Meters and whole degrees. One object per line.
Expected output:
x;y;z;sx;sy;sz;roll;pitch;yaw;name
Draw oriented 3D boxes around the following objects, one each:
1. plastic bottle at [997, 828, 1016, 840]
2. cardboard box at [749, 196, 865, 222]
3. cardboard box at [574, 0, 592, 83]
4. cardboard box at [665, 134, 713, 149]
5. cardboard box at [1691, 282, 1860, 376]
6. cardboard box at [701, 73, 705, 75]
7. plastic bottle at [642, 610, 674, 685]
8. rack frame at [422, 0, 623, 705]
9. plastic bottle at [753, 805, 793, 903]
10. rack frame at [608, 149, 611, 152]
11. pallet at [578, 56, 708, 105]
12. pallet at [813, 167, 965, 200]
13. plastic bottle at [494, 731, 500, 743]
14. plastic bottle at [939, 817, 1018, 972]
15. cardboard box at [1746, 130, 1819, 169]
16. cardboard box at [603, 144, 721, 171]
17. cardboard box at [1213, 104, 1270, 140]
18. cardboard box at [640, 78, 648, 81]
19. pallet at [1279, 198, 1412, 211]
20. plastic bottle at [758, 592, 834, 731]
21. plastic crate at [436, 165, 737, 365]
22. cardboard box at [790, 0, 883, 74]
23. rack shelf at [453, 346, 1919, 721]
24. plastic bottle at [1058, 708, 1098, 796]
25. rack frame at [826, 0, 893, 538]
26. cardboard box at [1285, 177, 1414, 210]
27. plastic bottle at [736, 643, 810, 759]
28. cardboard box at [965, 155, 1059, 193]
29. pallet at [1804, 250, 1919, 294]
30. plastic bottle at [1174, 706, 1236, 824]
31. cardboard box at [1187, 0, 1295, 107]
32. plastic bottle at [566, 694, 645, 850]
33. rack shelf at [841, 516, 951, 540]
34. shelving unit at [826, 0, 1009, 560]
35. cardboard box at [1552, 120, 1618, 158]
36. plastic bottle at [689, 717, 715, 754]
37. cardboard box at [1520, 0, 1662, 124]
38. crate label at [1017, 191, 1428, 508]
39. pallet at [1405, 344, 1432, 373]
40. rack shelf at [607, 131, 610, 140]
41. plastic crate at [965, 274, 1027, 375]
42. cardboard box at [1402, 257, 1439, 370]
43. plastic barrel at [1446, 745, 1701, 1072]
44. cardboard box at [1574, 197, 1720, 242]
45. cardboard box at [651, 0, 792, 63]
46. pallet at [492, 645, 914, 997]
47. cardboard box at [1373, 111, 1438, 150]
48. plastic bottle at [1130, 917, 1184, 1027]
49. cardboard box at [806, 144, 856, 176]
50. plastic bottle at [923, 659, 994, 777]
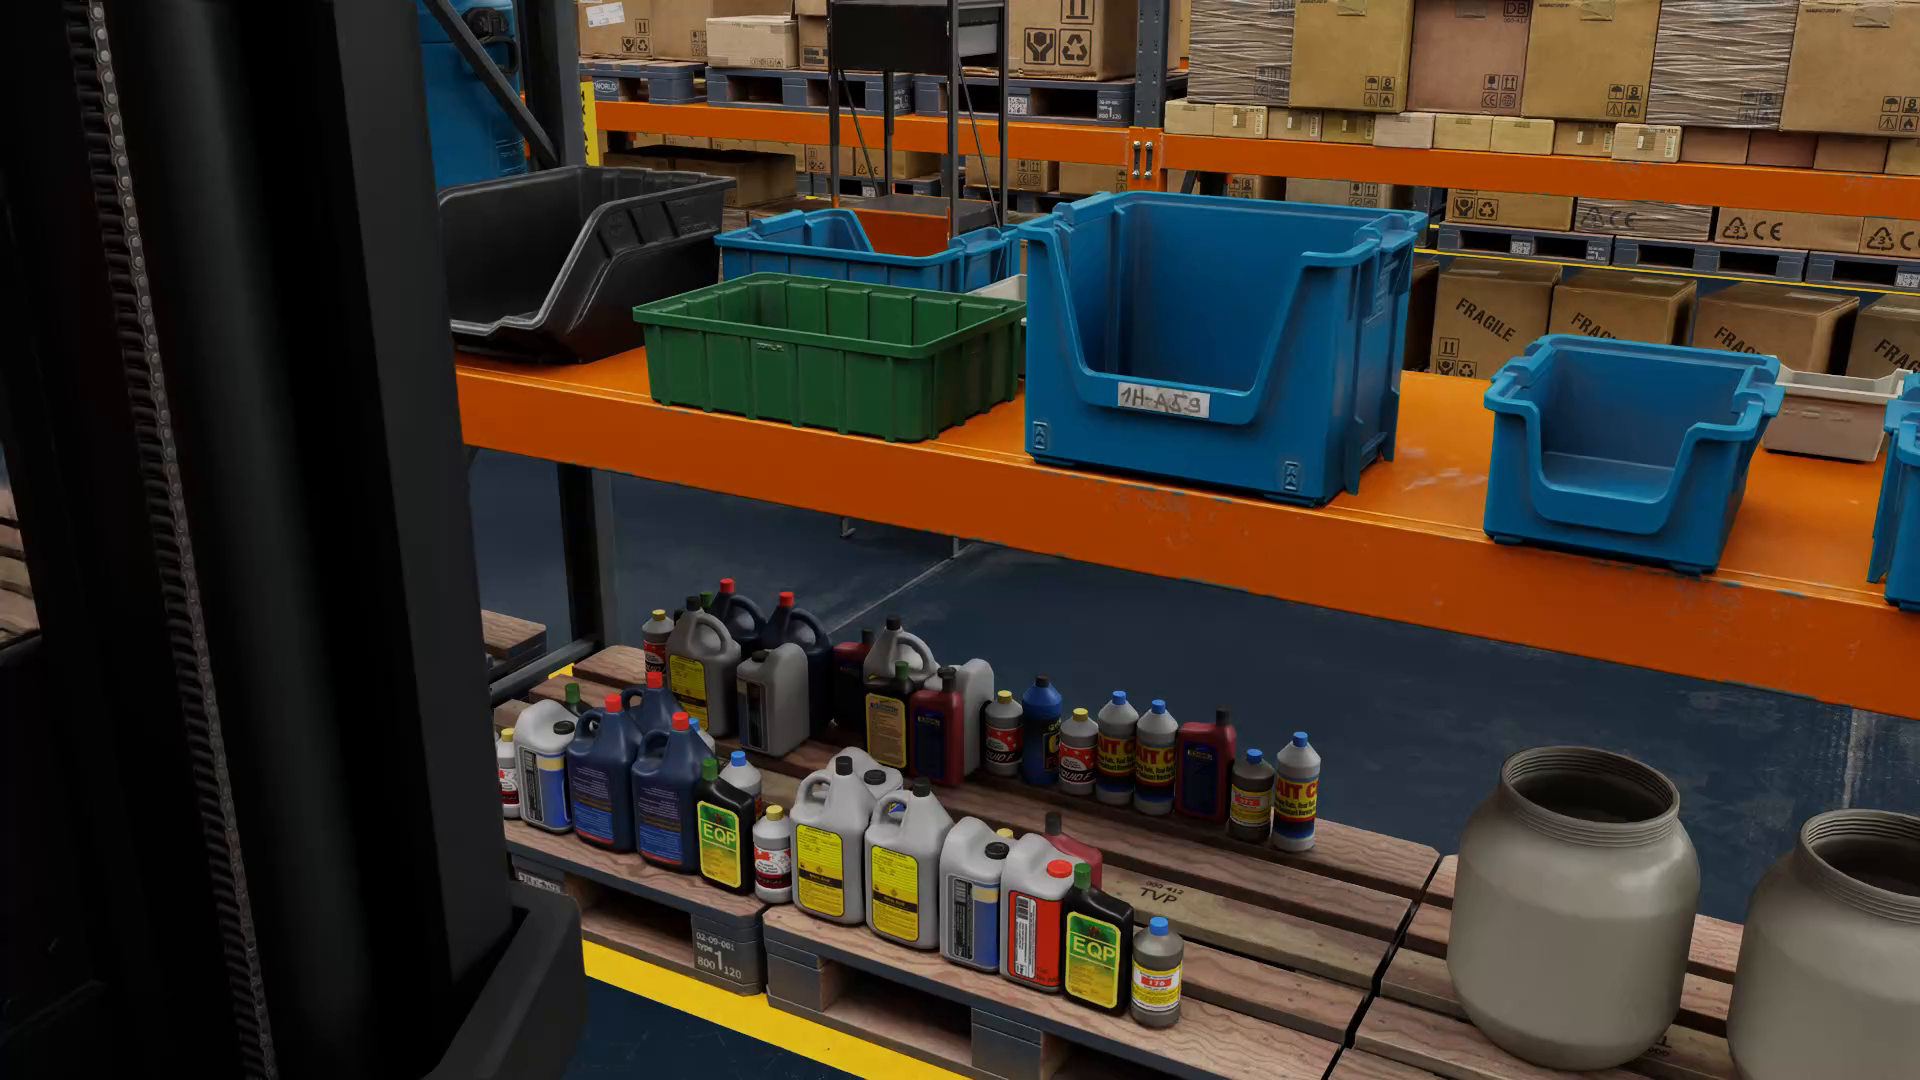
0.093;0.702;3.488;0.097;0.201;0.097;0;20;0;plastic bottle
-0.792;-1.668;9.586;0.500;0.500;0.700;13;24;32;cardboard box
-2.667;-3.132;10.453;0.500;0.500;0.500;12;23;29;cardboard box
-2.382;-3.781;15.439;0.500;0.500;0.500;12;23;30;cardboard box
3.533;-0.813;7.257;0.500;0.500;0.500;18;27;41;cardboard box
-2.145;-4.285;15.728;0.500;0.250;0.500;12;23;30;cardboard box
-0.830;0.293;4.617;0.097;0.201;0.097;0;20;0;plastic bottle
-1.299;-0.783;4.125;0.127;3.000;1.000;11;23;27;rack frame
-0.396;0.669;3.581;0.097;0.201;0.097;0;20;0;plastic bottle
-3.360;-5.048;15.882;0.127;3.000;1.000;11;23;27;rack frame
-1.701;-2.746;9.817;1.003;0.211;1.213;11;23;27;pallet
-0.550;-3.202;14.883;1.213;0.211;1.003;11;23;27;pallet
-1.146;0.526;3.975;0.097;0.201;0.097;0;20;0;plastic bottle
0.048;0.708;3.365;0.135;0.276;0.152;10;22;26;plastic bottle
3.389;-1.628;6.824;0.250;0.149;0.380;11;23;27;cardboard box
-1.776;-2.205;9.965;0.500;0.250;0.500;12;23;29;cardboard box
1.370;-1.969;7.762;0.250;0.149;0.380;11;23;27;cardboard box
-2.844;-4.221;15.553;0.500;0.250;0.500;10;22;25;cardboard box
2.913;-2.512;12.982;1.213;0.211;1.003;11;23;27;pallet
-0.429;0.309;4.355;0.185;0.351;0.144;10;22;25;plastic bottle
-0.904;-0.629;3.791;0.504;0.338;0.767;11;23;27;plastic crate
-0.442;-2.764;8.820;0.637;0.503;0.797;13;24;33;cardboard box
0.447;-0.112;3.331;4.000;0.370;1.077;11;23;27;rack shelf
0.289;0.506;4.029;0.097;0.201;0.097;0;20;0;plastic bottle
-0.358;-1.055;6.195;0.015;2.100;0.400;11;23;27;rack frame
3.038;-2.934;12.737;0.750;0.750;1.050;11;23;27;cardboard box
-0.479;0.392;4.235;0.135;0.276;0.152;11;23;27;plastic bottle
0.619;-3.394;14.007;0.750;0.750;1.050;10;22;27;cardboard box
6.380;-1.851;11.158;1.213;0.211;1.003;11;23;27;pallet
0.574;0.515;3.885;0.133;0.283;0.061;11;23;28;plastic bottle
1.479;-2.351;7.865;0.500;0.500;0.875;11;23;27;cardboard box
-0.797;0.513;3.791;0.185;0.351;0.144;11;23;29;plastic bottle
-0.145;-0.344;6.326;0.480;0.518;0.431;11;23;27;rack shelf
-0.145;-1.015;6.083;0.503;2.100;0.431;11;23;27;shelving unit
2.714;-1.741;7.133;0.250;0.149;0.380;11;23;27;cardboard box
-0.611;0.539;3.837;0.097;0.271;0.097;0;20;0;plastic bottle
2.801;-2.109;7.197;0.500;0.500;0.875;11;23;27;cardboard box
0.454;-0.360;2.907;0.616;0.435;0.502;11;23;27;crate label
1.720;-0.846;8.387;1.213;0.211;1.003;11;23;27;pallet
-4.121;-2.917;11.063;4.000;0.370;1.077;11;23;27;rack shelf
0.242;-0.465;3.634;0.437;0.136;0.530;11;23;27;plastic crate
1.950;-1.109;8.072;0.500;0.500;0.500;-17;26;-39;cardboard box
1.144;0.684;3.113;0.421;0.512;0.421;0;20;0;plastic barrel
4.928;-2.642;11.749;0.875;0.875;0.875;11;23;28;cardboard box
-1.348;-3.026;9.547;0.500;0.500;0.700;15;25;35;cardboard box
-0.733;0.652;4.259;1.213;0.211;1.003;11;23;27;pallet
2.022;-1.843;7.415;0.250;0.149;0.380;11;23;27;cardboard box
0.376;0.816;3.176;0.097;0.201;0.097;0;20;0;plastic bottle
-1.022;-3.524;14.731;0.500;0.500;0.500;12;23;29;cardboard box
-0.007;0.426;4.142;0.135;0.276;0.152;11;23;28;plastic bottle
